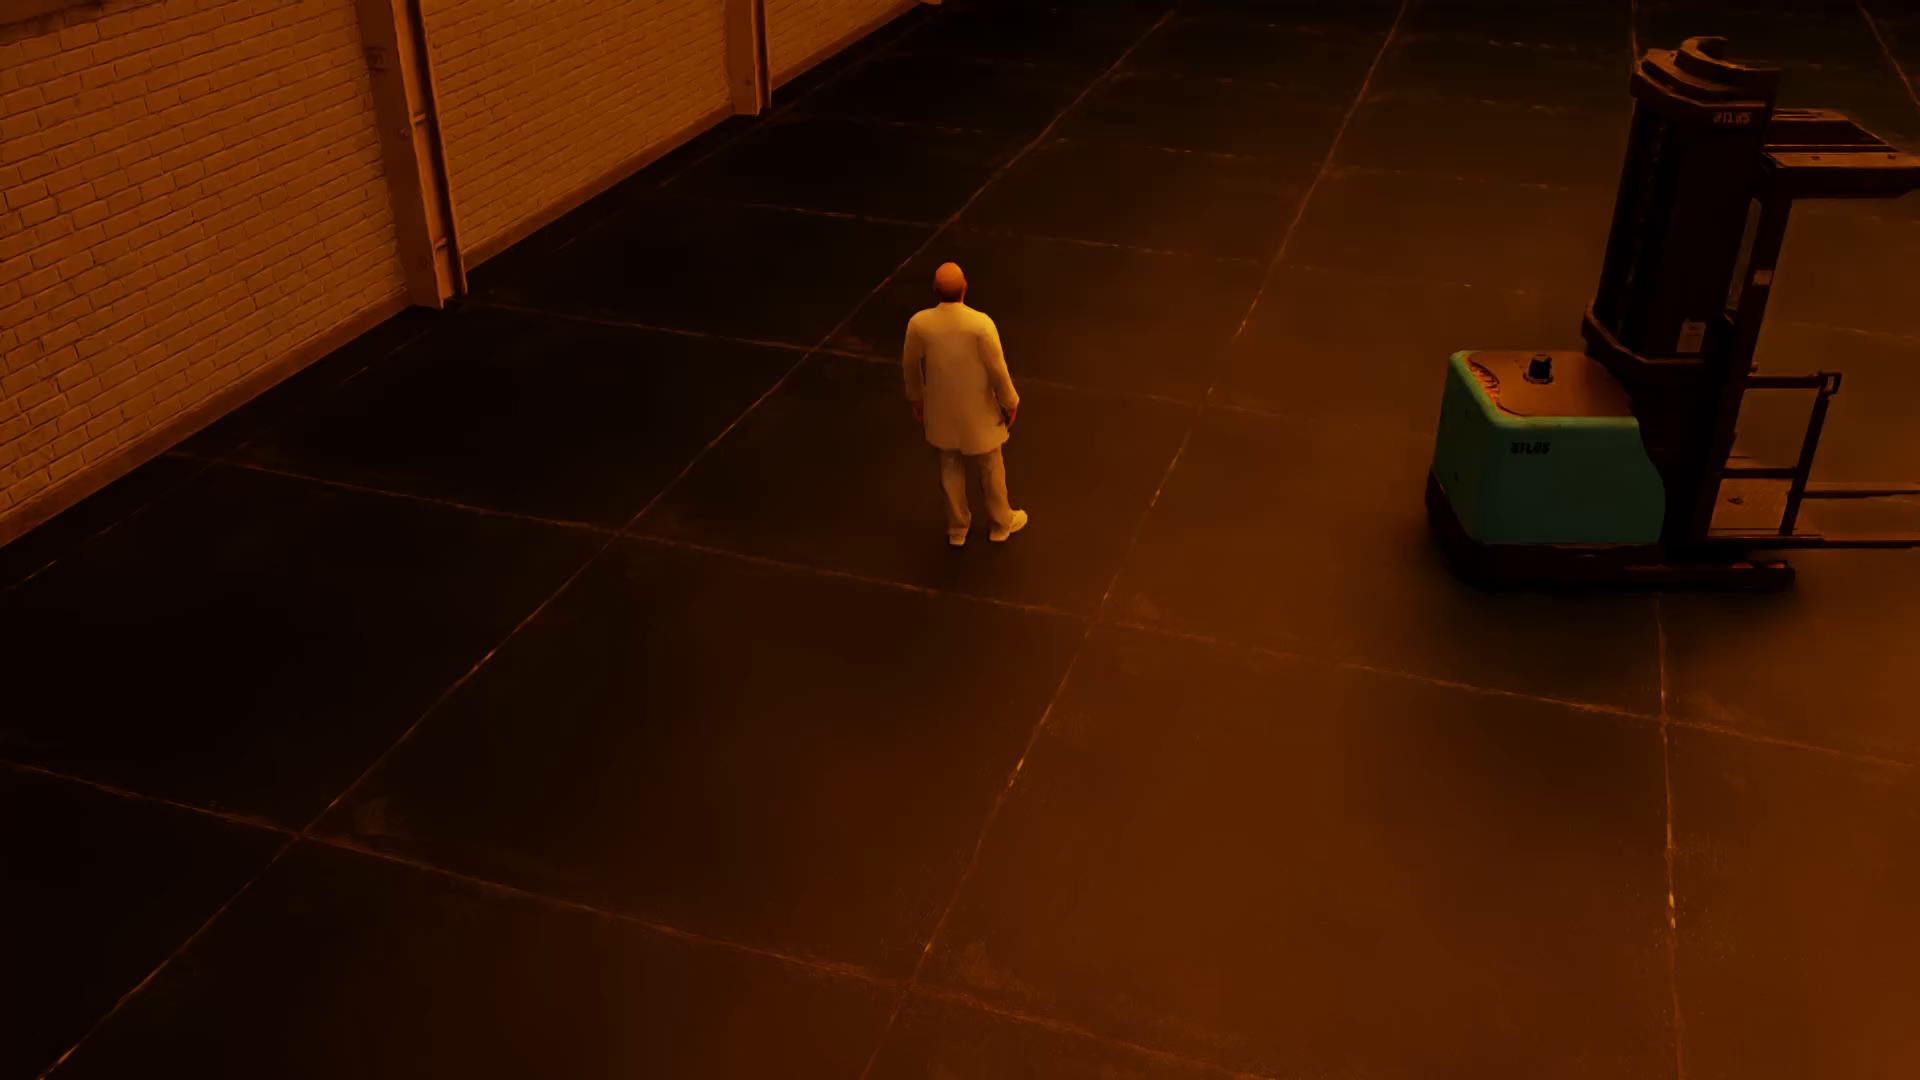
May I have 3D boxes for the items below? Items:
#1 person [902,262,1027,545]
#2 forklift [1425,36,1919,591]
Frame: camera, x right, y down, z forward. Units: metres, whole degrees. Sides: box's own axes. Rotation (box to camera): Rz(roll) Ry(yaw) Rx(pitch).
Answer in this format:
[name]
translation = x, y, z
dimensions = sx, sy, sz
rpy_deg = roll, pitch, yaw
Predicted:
[person]
translation = 0.034, -0.820, 9.726
dimensions = 0.694, 1.776, 0.579
rpy_deg = 10, 31, 16
[forklift]
translation = 4.416, -1.244, 9.318
dimensions = 3.031, 2.935, 1.130
rpy_deg = 0, 30, 0
